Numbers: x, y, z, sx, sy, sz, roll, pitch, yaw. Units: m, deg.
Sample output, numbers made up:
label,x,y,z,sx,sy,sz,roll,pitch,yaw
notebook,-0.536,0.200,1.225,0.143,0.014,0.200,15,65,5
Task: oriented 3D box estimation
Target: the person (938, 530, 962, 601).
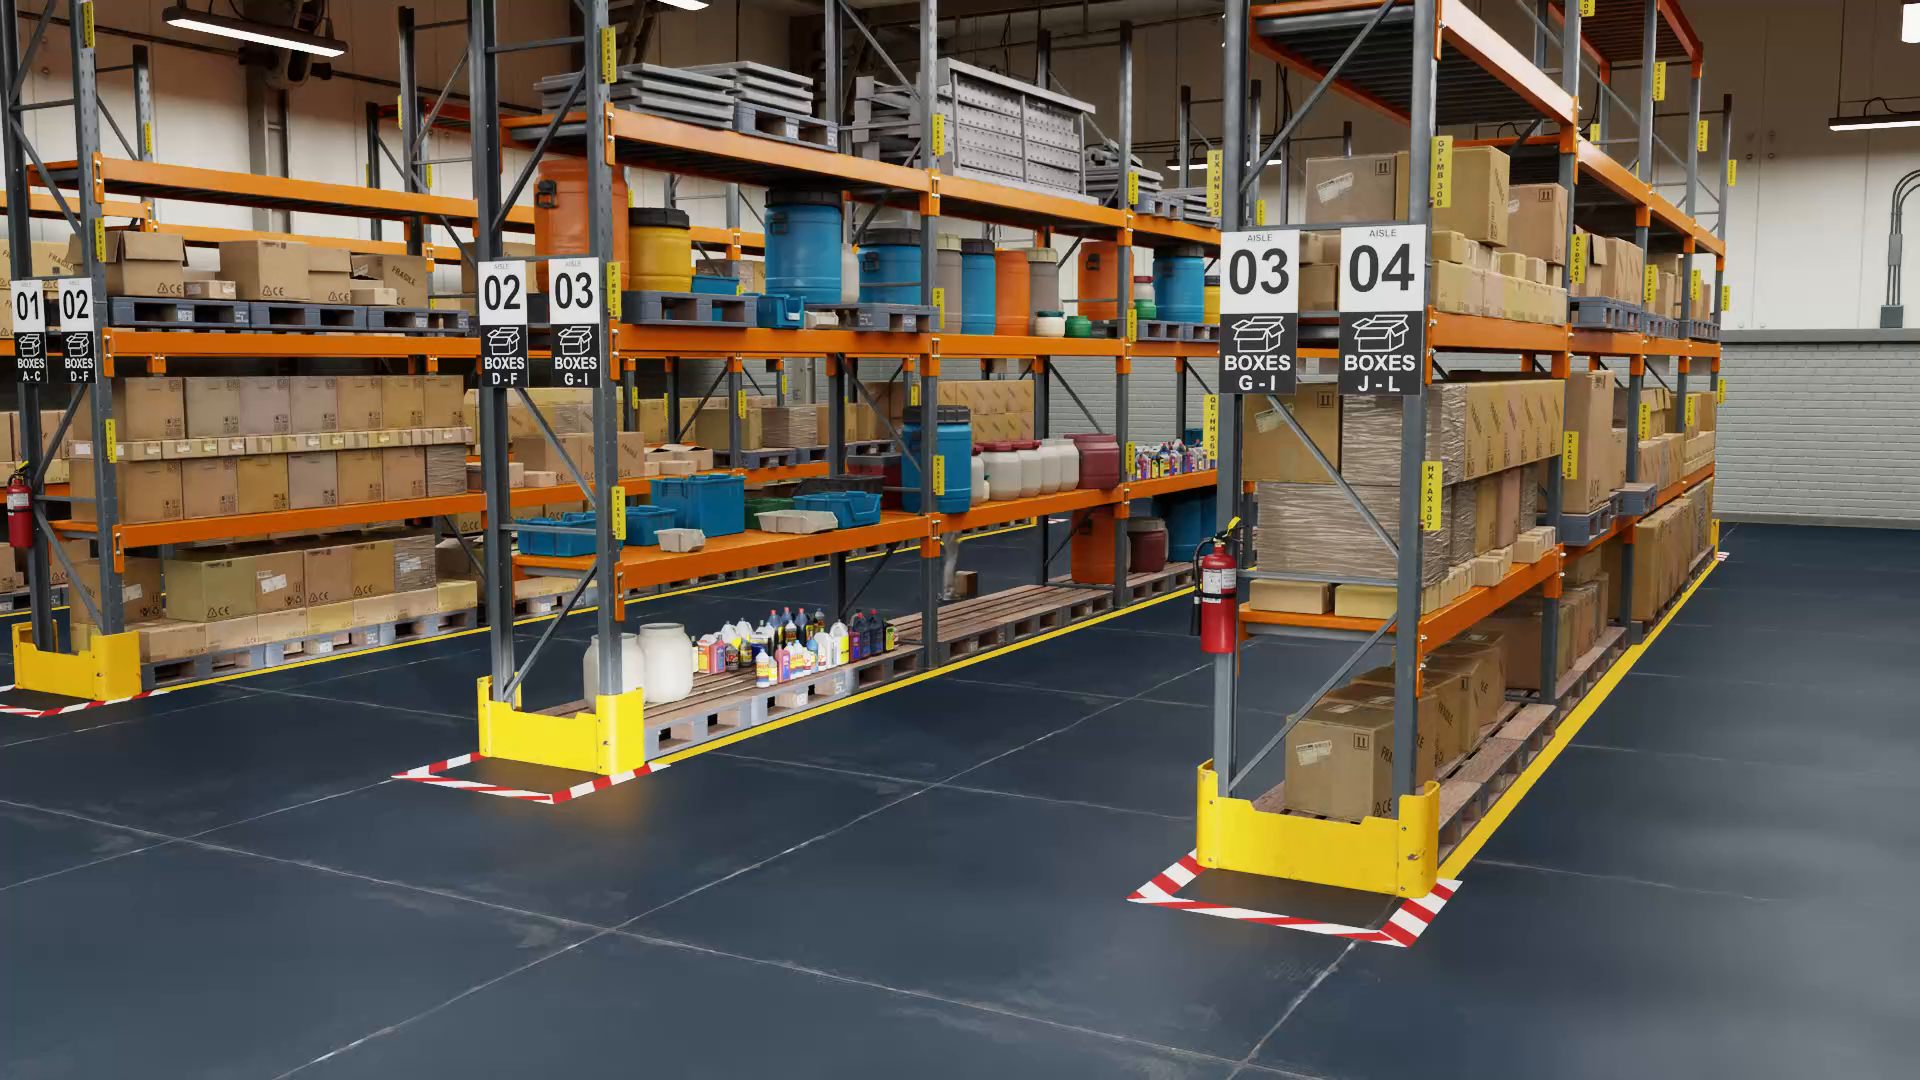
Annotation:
label,x,y,z,sx,sy,sz,roll,pitch,yaw
person,-0.209,-0.138,18.029,0.508,1.604,0.485,3,7,30
